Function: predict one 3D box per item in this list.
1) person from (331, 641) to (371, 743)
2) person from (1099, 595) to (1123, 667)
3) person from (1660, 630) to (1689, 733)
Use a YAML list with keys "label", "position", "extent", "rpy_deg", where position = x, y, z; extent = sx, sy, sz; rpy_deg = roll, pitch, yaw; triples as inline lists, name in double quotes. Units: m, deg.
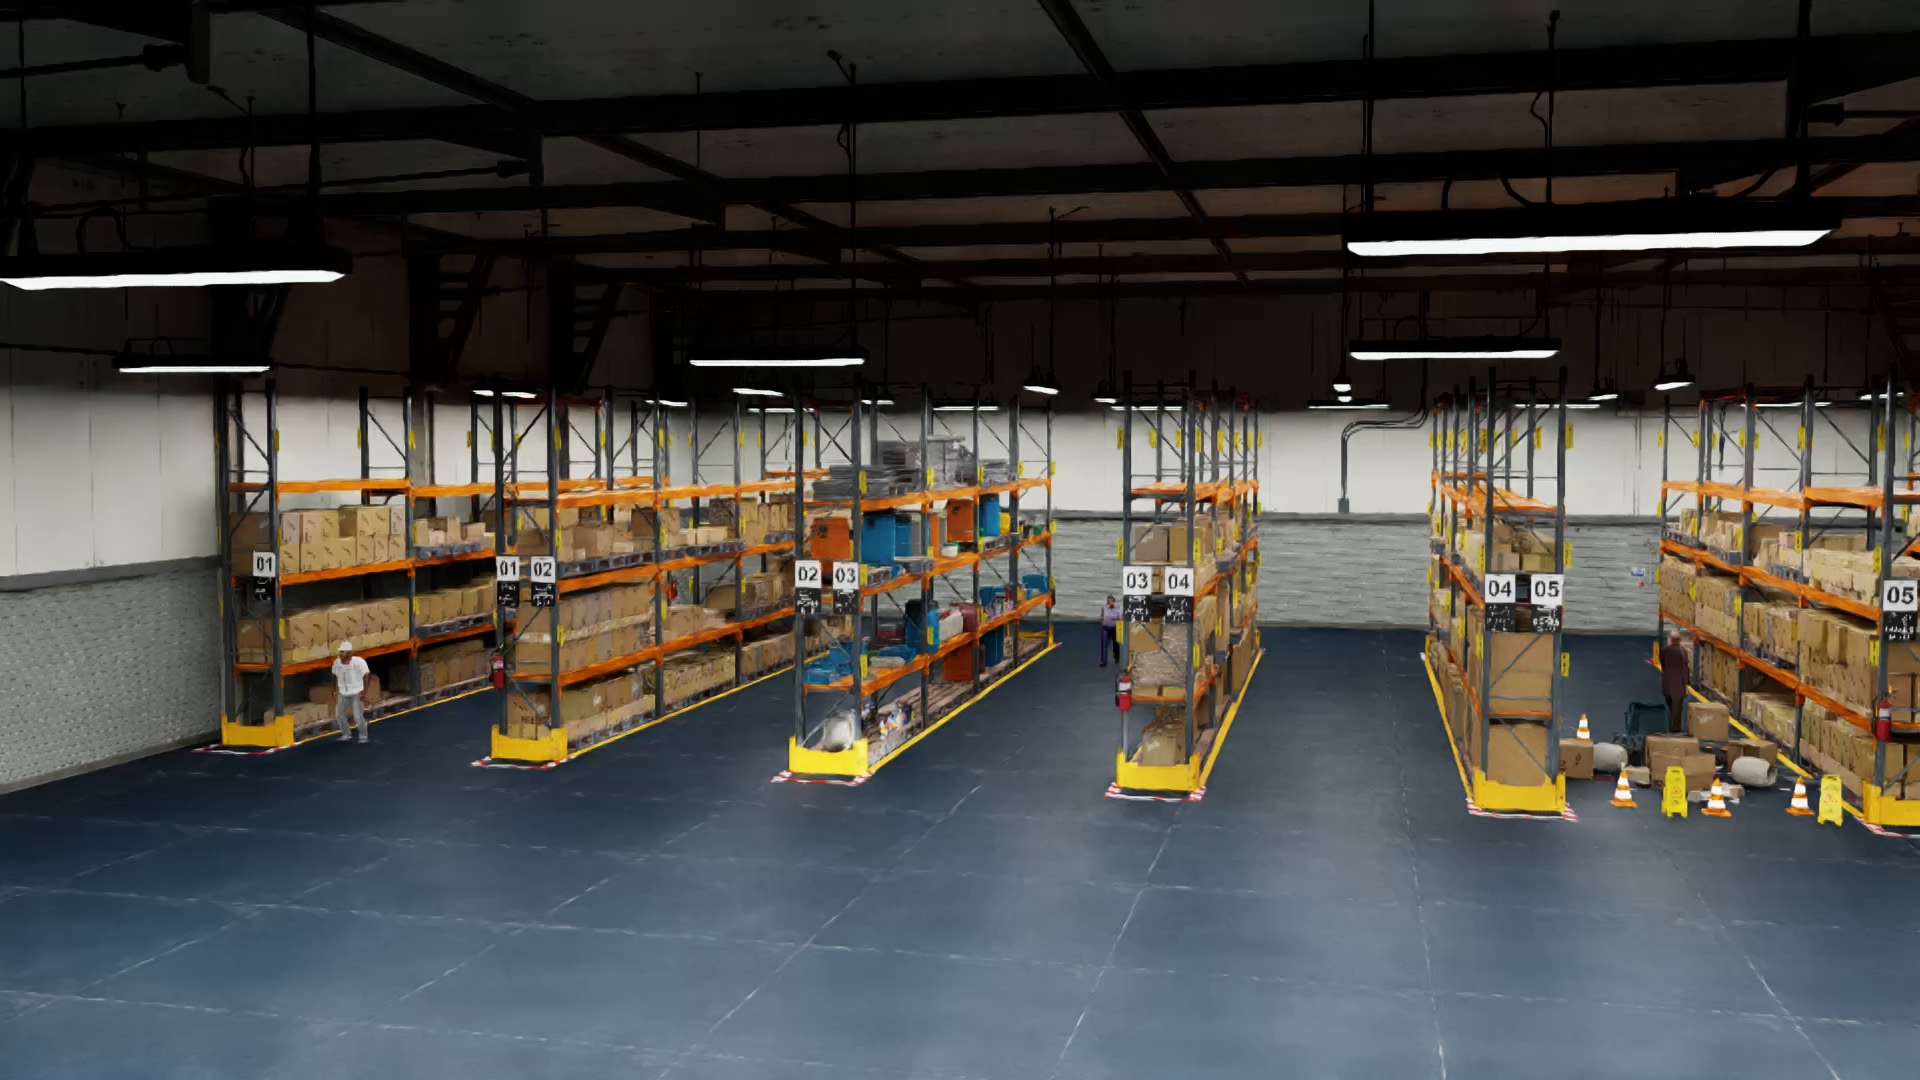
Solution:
- label: "person"
  position: [-10.056, 2.509, 27.406]
  extent: [0.719, 1.714, 0.578]
  rpy_deg: [1, 3, 11]
- label: "person"
  position: [3.362, 2.004, 36.799]
  extent: [0.478, 1.554, 1.083]
  rpy_deg: [1, 3, 11]
- label: "person"
  position: [12.125, 2.411, 28.116]
  extent: [0.514, 1.781, 0.638]
  rpy_deg: [-1, 4, -17]
